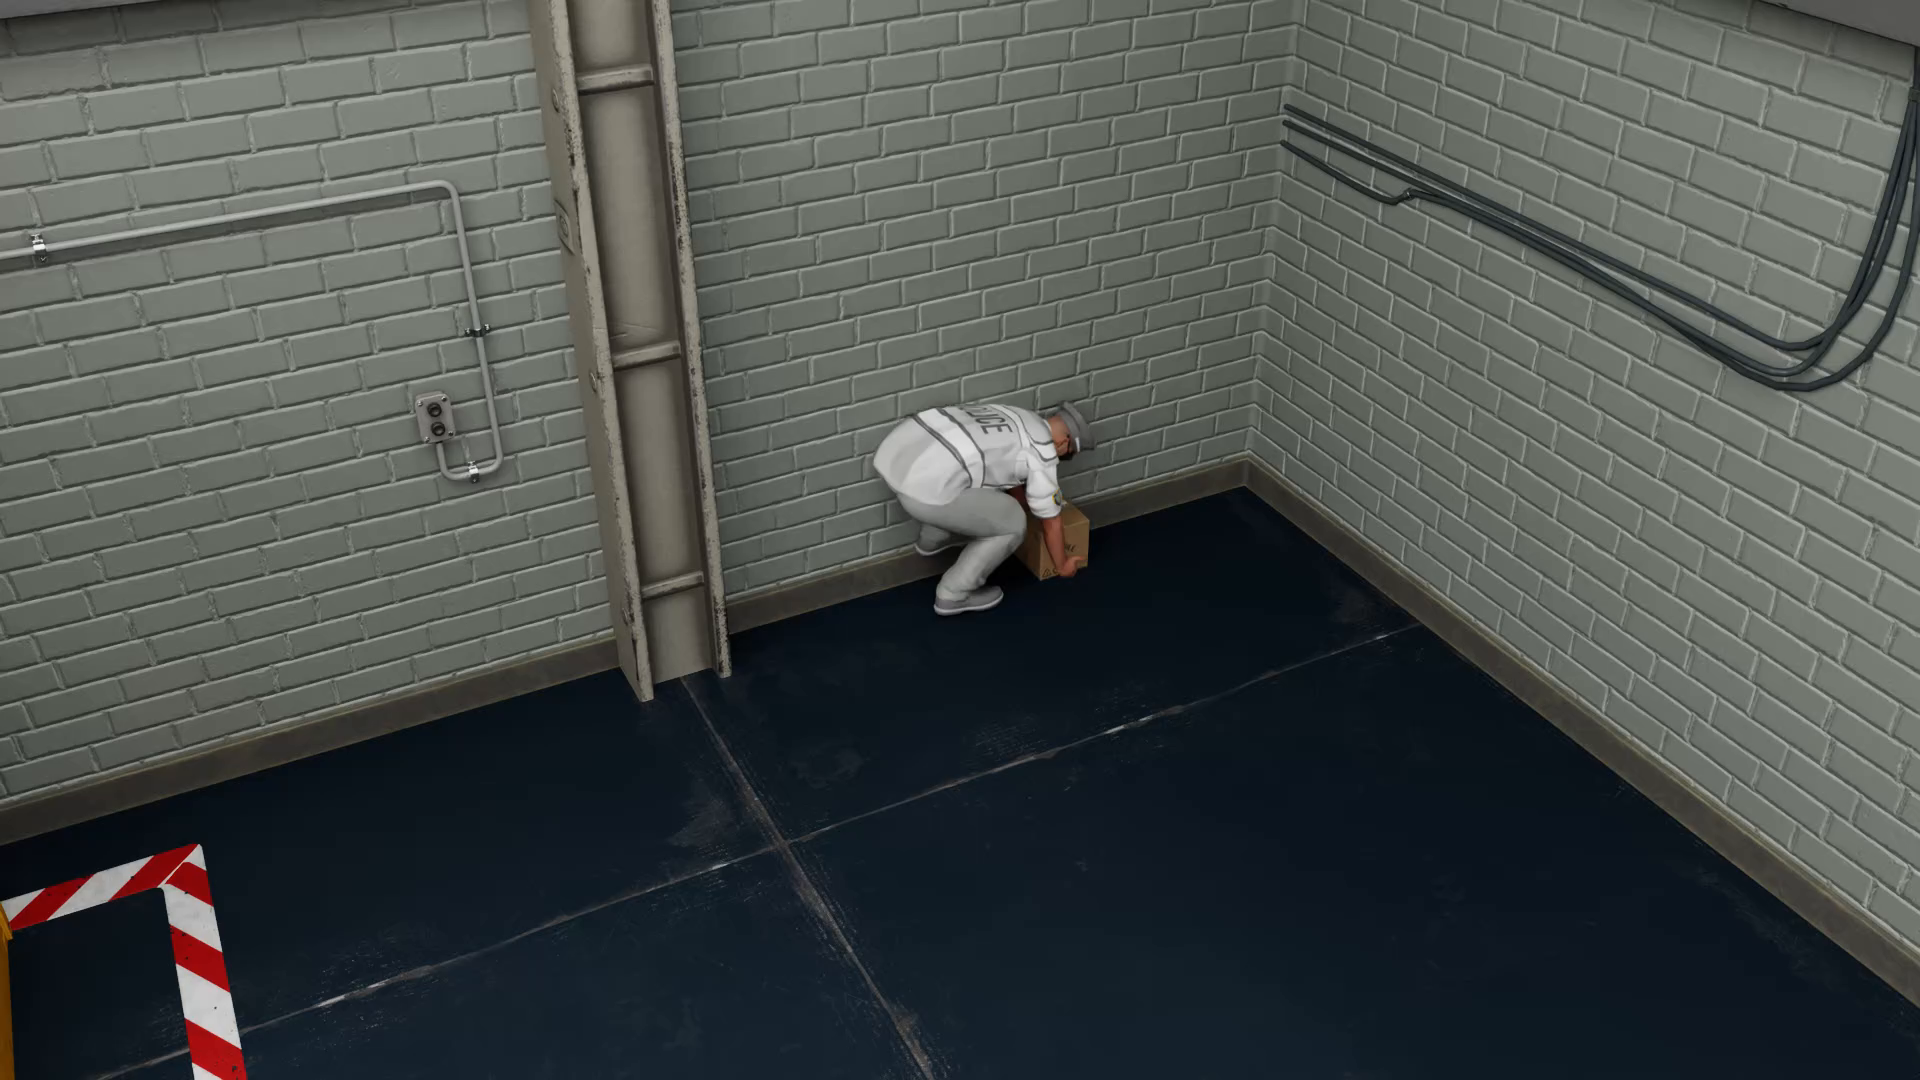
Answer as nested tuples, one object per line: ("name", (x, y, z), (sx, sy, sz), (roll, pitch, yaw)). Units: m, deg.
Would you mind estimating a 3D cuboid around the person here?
("person", (0.129, -0.193, 7.246), (1.026, 0.901, 0.542), (-17, 37, -25))
